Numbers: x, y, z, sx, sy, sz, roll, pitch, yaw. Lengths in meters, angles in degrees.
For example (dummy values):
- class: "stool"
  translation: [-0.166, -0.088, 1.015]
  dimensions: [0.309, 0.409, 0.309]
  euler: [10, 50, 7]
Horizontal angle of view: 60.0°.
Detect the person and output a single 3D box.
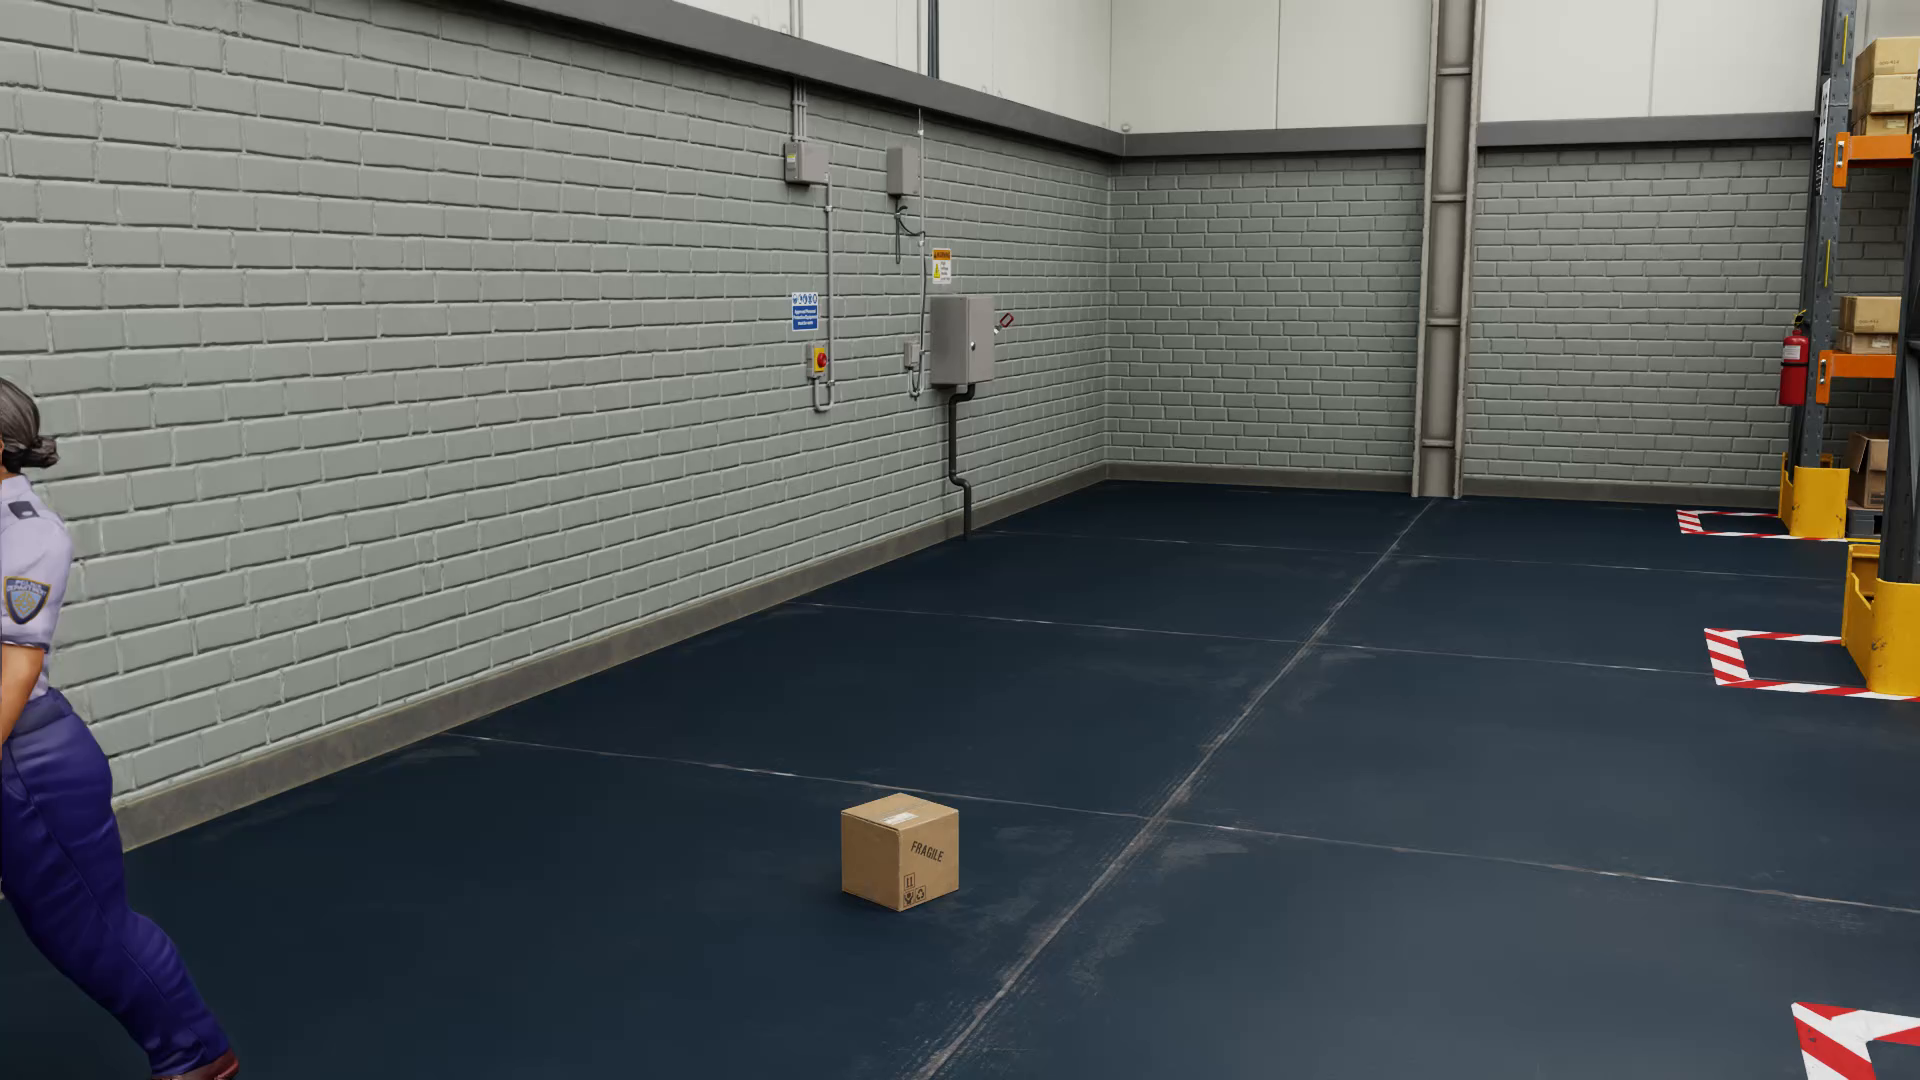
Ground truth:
- class: "person"
  translation: [-1.975, 0.478, 3.278]
  dimensions: [0.493, 1.585, 0.967]
  euler: [8, 12, 41]
